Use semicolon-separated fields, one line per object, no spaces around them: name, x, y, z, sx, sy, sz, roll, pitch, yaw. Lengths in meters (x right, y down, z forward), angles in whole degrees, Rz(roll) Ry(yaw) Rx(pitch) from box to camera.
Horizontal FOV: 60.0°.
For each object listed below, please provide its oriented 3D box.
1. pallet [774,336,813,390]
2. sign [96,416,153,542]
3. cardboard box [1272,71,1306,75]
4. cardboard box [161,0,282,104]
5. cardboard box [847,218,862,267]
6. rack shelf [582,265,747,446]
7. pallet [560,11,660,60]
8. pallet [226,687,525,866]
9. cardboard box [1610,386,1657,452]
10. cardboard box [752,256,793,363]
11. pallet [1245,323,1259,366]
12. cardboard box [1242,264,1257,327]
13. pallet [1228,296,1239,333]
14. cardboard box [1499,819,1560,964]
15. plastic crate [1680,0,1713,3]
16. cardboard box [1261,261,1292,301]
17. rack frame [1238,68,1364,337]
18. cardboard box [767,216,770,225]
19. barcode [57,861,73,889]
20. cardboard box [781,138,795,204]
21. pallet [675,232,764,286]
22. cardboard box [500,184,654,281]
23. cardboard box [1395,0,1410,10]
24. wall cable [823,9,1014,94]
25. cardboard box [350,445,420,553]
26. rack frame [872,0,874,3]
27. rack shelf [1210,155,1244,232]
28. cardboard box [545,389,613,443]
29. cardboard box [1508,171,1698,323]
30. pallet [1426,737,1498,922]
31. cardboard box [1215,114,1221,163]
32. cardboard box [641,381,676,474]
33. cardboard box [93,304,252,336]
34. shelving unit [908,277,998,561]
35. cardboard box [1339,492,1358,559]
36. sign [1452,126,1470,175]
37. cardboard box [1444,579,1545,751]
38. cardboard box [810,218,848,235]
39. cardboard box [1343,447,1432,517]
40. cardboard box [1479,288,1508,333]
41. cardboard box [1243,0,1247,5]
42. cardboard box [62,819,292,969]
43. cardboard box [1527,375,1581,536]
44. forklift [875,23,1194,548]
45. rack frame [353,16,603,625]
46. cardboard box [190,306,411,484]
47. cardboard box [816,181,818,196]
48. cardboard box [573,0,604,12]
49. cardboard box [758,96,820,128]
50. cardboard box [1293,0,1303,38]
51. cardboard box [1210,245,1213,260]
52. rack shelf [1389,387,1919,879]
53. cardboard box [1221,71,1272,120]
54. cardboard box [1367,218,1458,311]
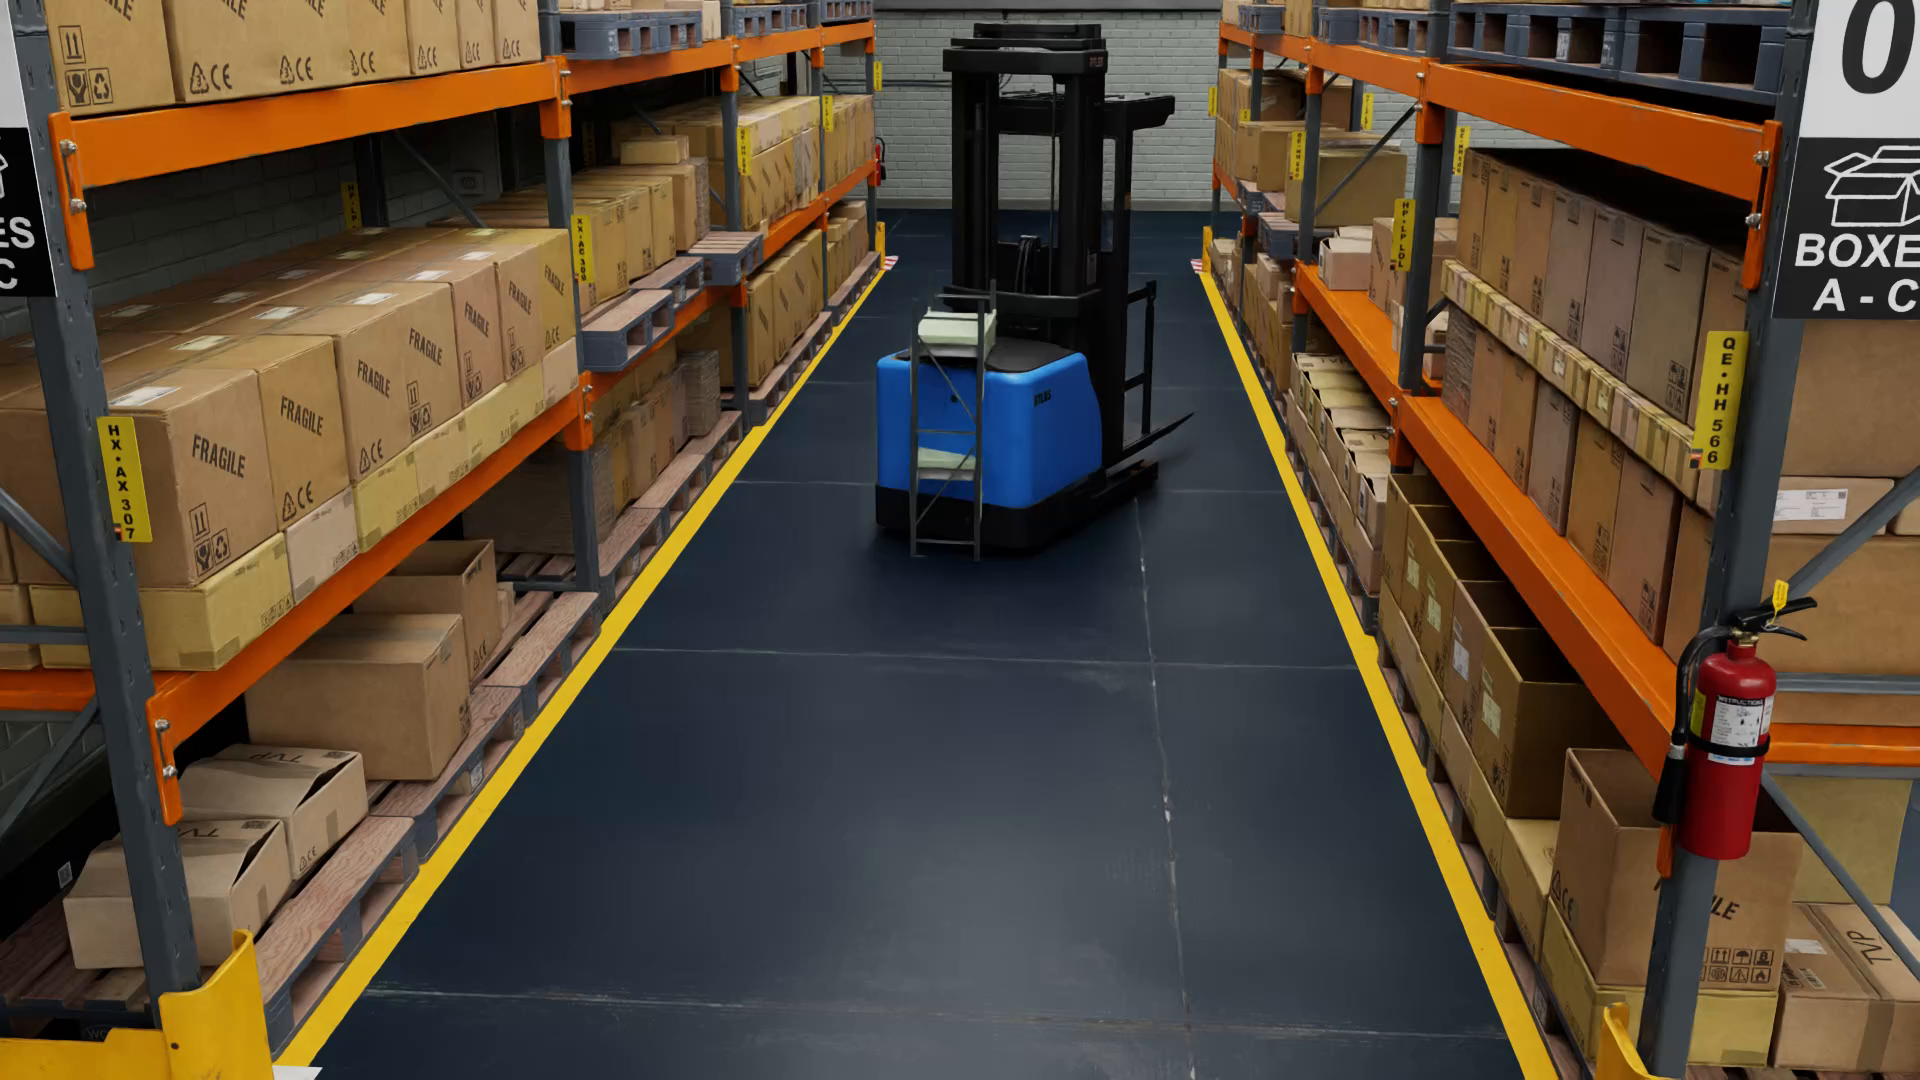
pallet;-1.847;-1.532;14.259;1.003;0.211;1.213;1;18;4
sign;-2.101;-0.150;4.175;0.100;0.325;0.005;1;18;4
cardboard box;3.653;-4.832;18.087;0.500;0.500;0.500;2;18;5
cardboard box;-2.294;-1.498;4.667;0.500;0.500;0.500;2;18;8
cardboard box;-1.481;-3.357;18.691;0.700;0.500;0.500;1;18;4
rack shelf;-2.212;-1.273;10.145;1.077;0.370;4.000;1;18;4
pallet;-2.205;-2.519;8.278;1.213;0.211;1.003;1;18;4
pallet;-2.453;0.921;6.773;1.003;0.211;1.213;1;18;4
cardboard box;2.192;-0.359;5.000;0.380;0.149;0.250;2;18;5
cardboard box;-1.816;-1.911;13.716;0.750;0.750;0.750;1;18;4
pallet;3.139;-1.790;15.047;1.003;0.211;1.213;1;18;4
cardboard box;2.882;-2.245;15.265;0.500;0.500;0.500;0;18;1
pallet;3.210;-2.257;16.472;1.003;0.211;1.213;1;18;4
cardboard box;2.067;1.137;5.378;0.500;0.250;0.500;1;18;4
plastic crate;8.081;-5.749;18.044;0.497;0.269;0.590;1;18;4
cardboard box;2.775;-2.135;13.725;0.500;0.250;0.500;1;18;3
rack frame;3.160;-3.369;15.387;1.000;3.000;0.127;1;18;4
cardboard box;-1.749;-2.623;13.483;0.380;0.149;0.250;2;18;5
barcode;-2.900;1.086;5.389;0.001;0.075;0.075;1;18;4
cardboard box;-1.665;-3.058;13.767;0.500;0.500;0.500;2;18;5
pallet;-2.013;-1.921;11.276;1.213;0.211;1.003;1;18;4
cardboard box;-2.221;-1.786;9.689;0.700;0.500;0.500;4;19;11
cardboard box;2.825;-3.197;9.613;0.500;0.250;0.500;1;18;3
wall cable;-0.733;-7.844;24.398;3.097;2.526;0.112;1;18;4
cardboard box;-2.225;-0.154;5.783;0.500;0.250;0.500;1;18;3
rack frame;-1.495;-7.571;18.578;1.000;3.000;0.127;1;18;4
rack shelf;3.303;-3.648;17.394;1.077;0.370;4.000;1;18;4
cardboard box;-2.291;-0.737;9.458;0.500;0.250;0.500;1;18;3
cardboard box;2.489;-1.098;6.212;0.700;0.500;0.500;1;18;4
pallet;2.402;1.067;6.328;1.003;0.211;1.213;1;18;4
cardboard box;3.152;-4.527;18.760;0.500;0.500;0.500;2;18;5
cardboard box;-2.228;-0.720;10.611;0.700;0.500;0.500;1;18;4
cardboard box;-2.741;-0.514;5.678;0.500;0.500;0.500;1;18;2
shelving unit;-0.036;-0.717;9.693;0.431;1.500;0.755;3;18;6
cardboard box;2.365;-0.069;9.059;0.500;0.250;0.500;1;18;3
sign;3.427;-2.665;11.380;0.100;0.325;0.005;1;18;4
cardboard box;2.135;0.470;6.210;0.500;0.500;0.500;1;18;4
cardboard box;-1.382;-3.292;17.452;0.380;0.149;0.250;1;18;2
cardboard box;2.360;-0.337;8.976;0.500;0.311;0.500;2;18;5
cardboard box;2.322;-0.921;6.714;0.380;0.149;0.250;1;18;3
cardboard box;2.976;-5.035;15.895;0.500;0.250;0.500;1;18;4
cardboard box;-2.503;1.105;5.346;0.500;0.311;0.500;-1;18;-2
cardboard box;2.454;-0.315;5.906;0.700;0.500;0.500;2;18;6
forklift;0.658;-1.754;10.569;1.130;2.935;3.031;10;21;28
rack frame;-2.355;-0.993;8.138;1.000;3.000;0.127;1;18;4
cardboard box;-2.219;-0.501;5.639;0.500;0.500;0.500;1;18;2
cardboard box;-1.523;-3.257;15.417;0.380;0.149;0.250;1;18;4
cardboard box;-2.192;-2.935;8.716;0.500;0.311;0.500;2;18;6
cardboard box;-1.560;-3.882;15.079;0.500;0.250;0.500;2;18;5
cardboard box;2.907;-3.894;12.012;0.910;0.500;0.500;1;18;4
cardboard box;3.056;-3.274;18.940;0.380;0.166;0.250;1;18;4
rack shelf;2.443;0.079;6.020;1.077;0.370;4.000;1;18;4
cardboard box;3.122;-4.839;18.108;0.500;0.500;0.500;1;18;4
cardboard box;2.769;-1.652;9.988;0.500;0.500;0.500;0;18;1
